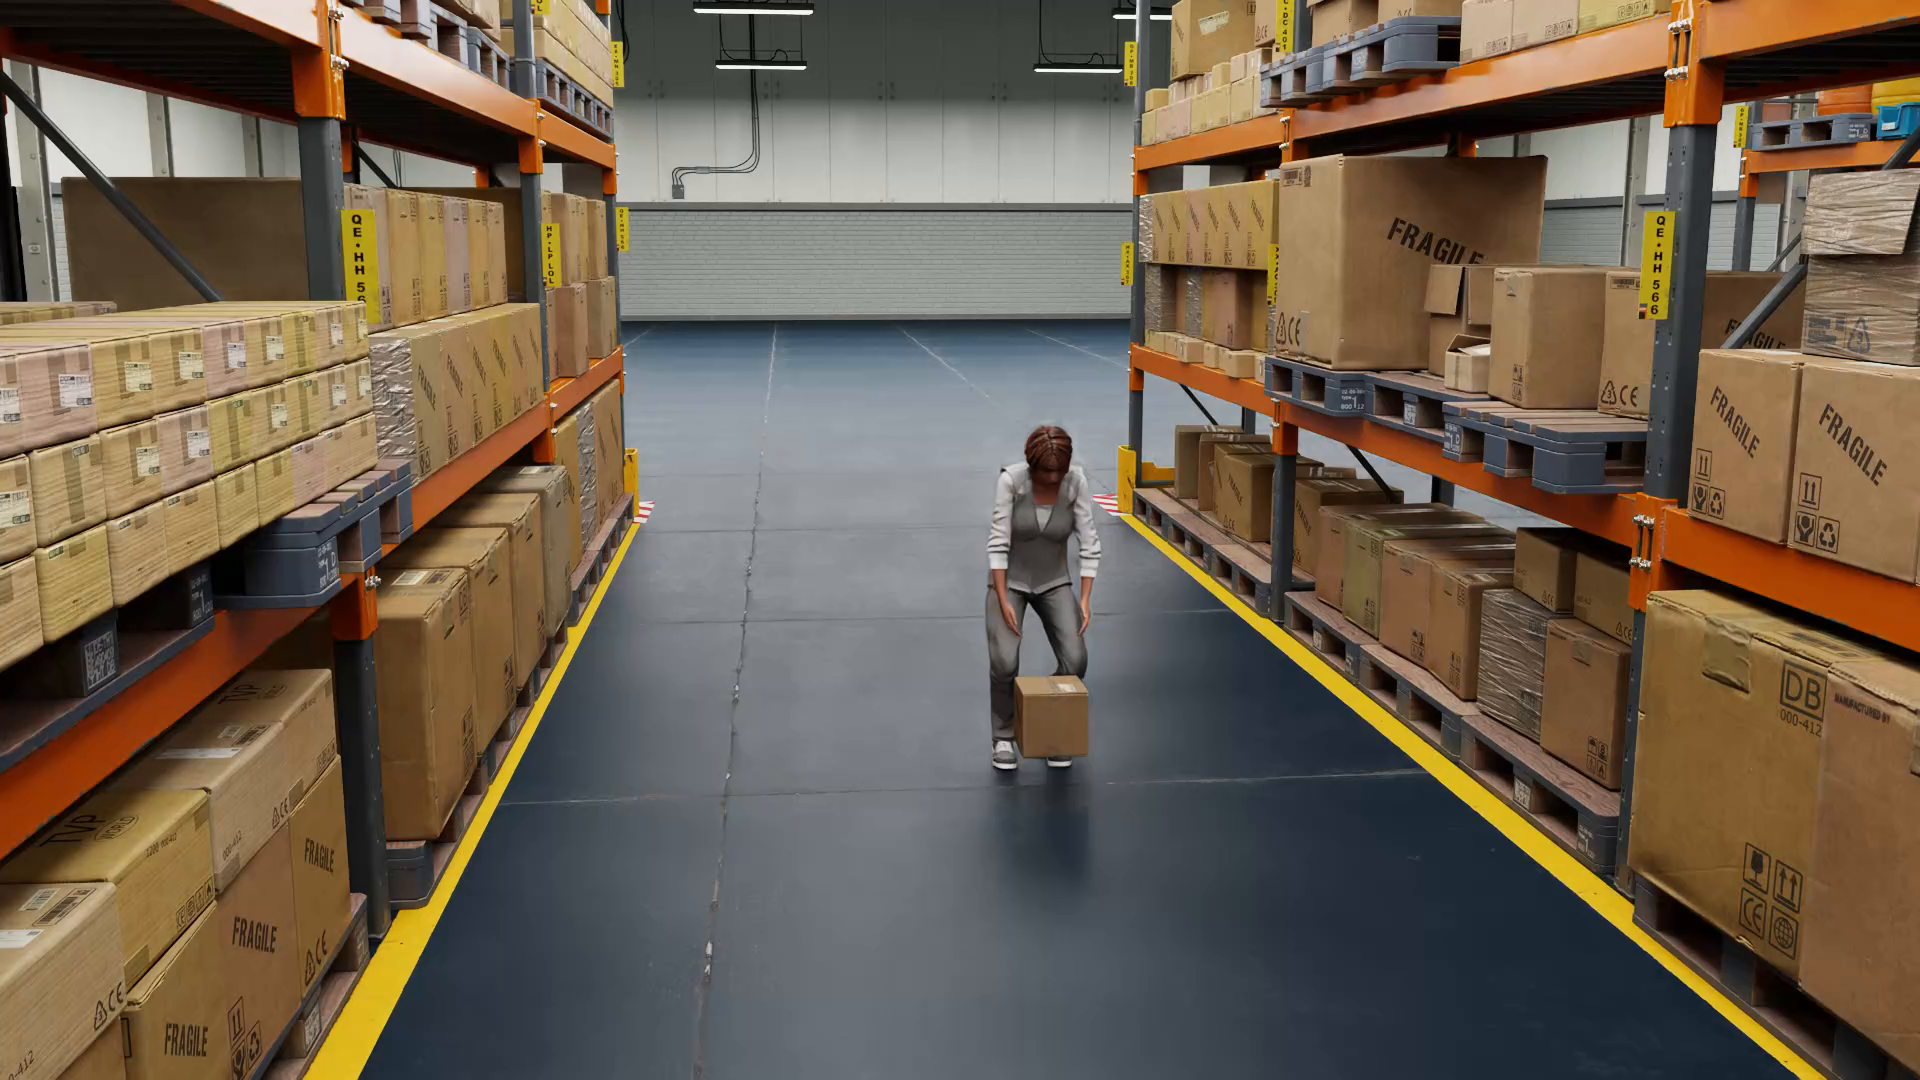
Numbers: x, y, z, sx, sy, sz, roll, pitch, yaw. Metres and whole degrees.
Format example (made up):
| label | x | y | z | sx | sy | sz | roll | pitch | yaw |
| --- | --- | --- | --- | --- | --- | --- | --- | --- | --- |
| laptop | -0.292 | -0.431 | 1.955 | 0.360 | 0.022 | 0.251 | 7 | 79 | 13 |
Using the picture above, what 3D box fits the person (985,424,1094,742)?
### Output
| label | x | y | z | sx | sy | sz | roll | pitch | yaw |
| --- | --- | --- | --- | --- | --- | --- | --- | --- | --- |
| person | 0.323 | 0.193 | 6.719 | 0.439 | 1.332 | 0.560 | -1 | 10 | -5 |
